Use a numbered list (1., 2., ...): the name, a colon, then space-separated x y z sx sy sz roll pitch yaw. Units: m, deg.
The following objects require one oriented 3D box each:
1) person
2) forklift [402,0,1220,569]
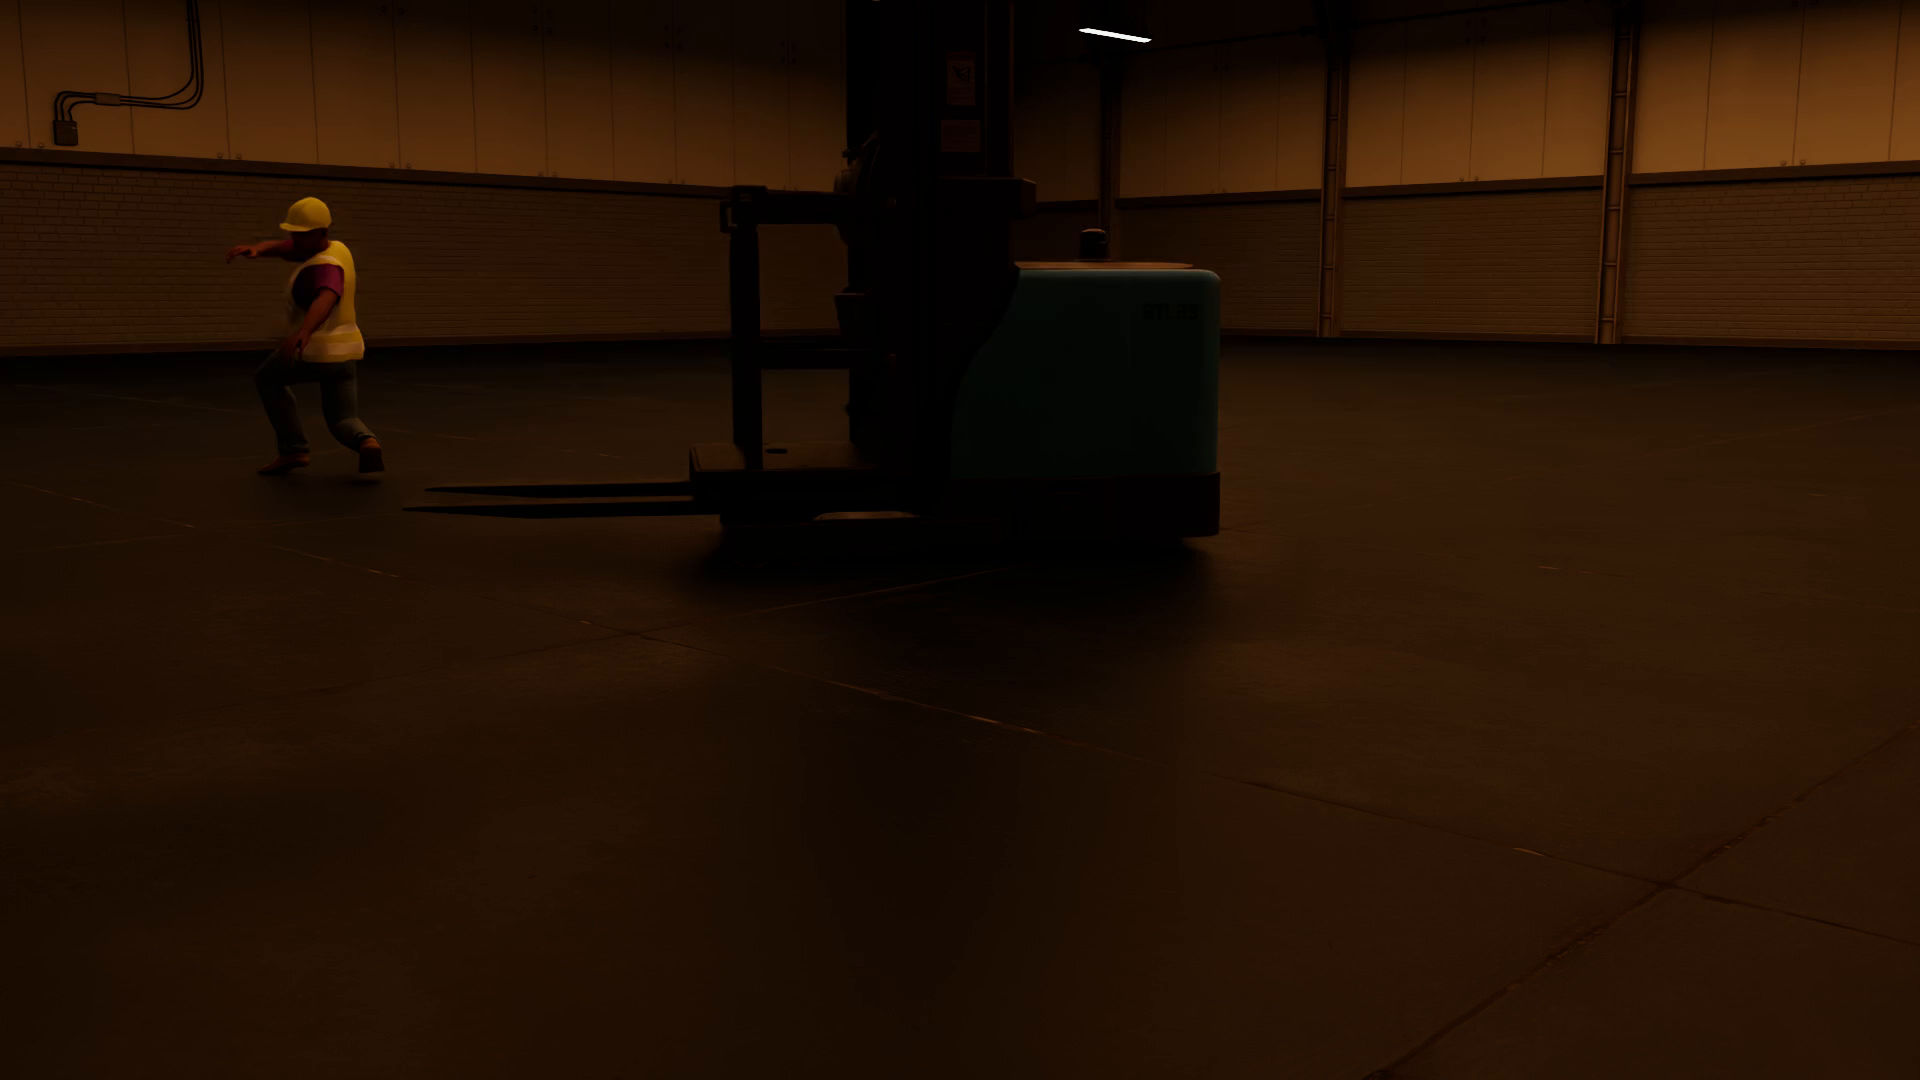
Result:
1. person: -3.496 -1.040 8.717 0.987 1.494 0.853 4 9 24
2. forklift: -0.571 -1.430 6.368 3.031 2.935 1.130 -2 9 -10
